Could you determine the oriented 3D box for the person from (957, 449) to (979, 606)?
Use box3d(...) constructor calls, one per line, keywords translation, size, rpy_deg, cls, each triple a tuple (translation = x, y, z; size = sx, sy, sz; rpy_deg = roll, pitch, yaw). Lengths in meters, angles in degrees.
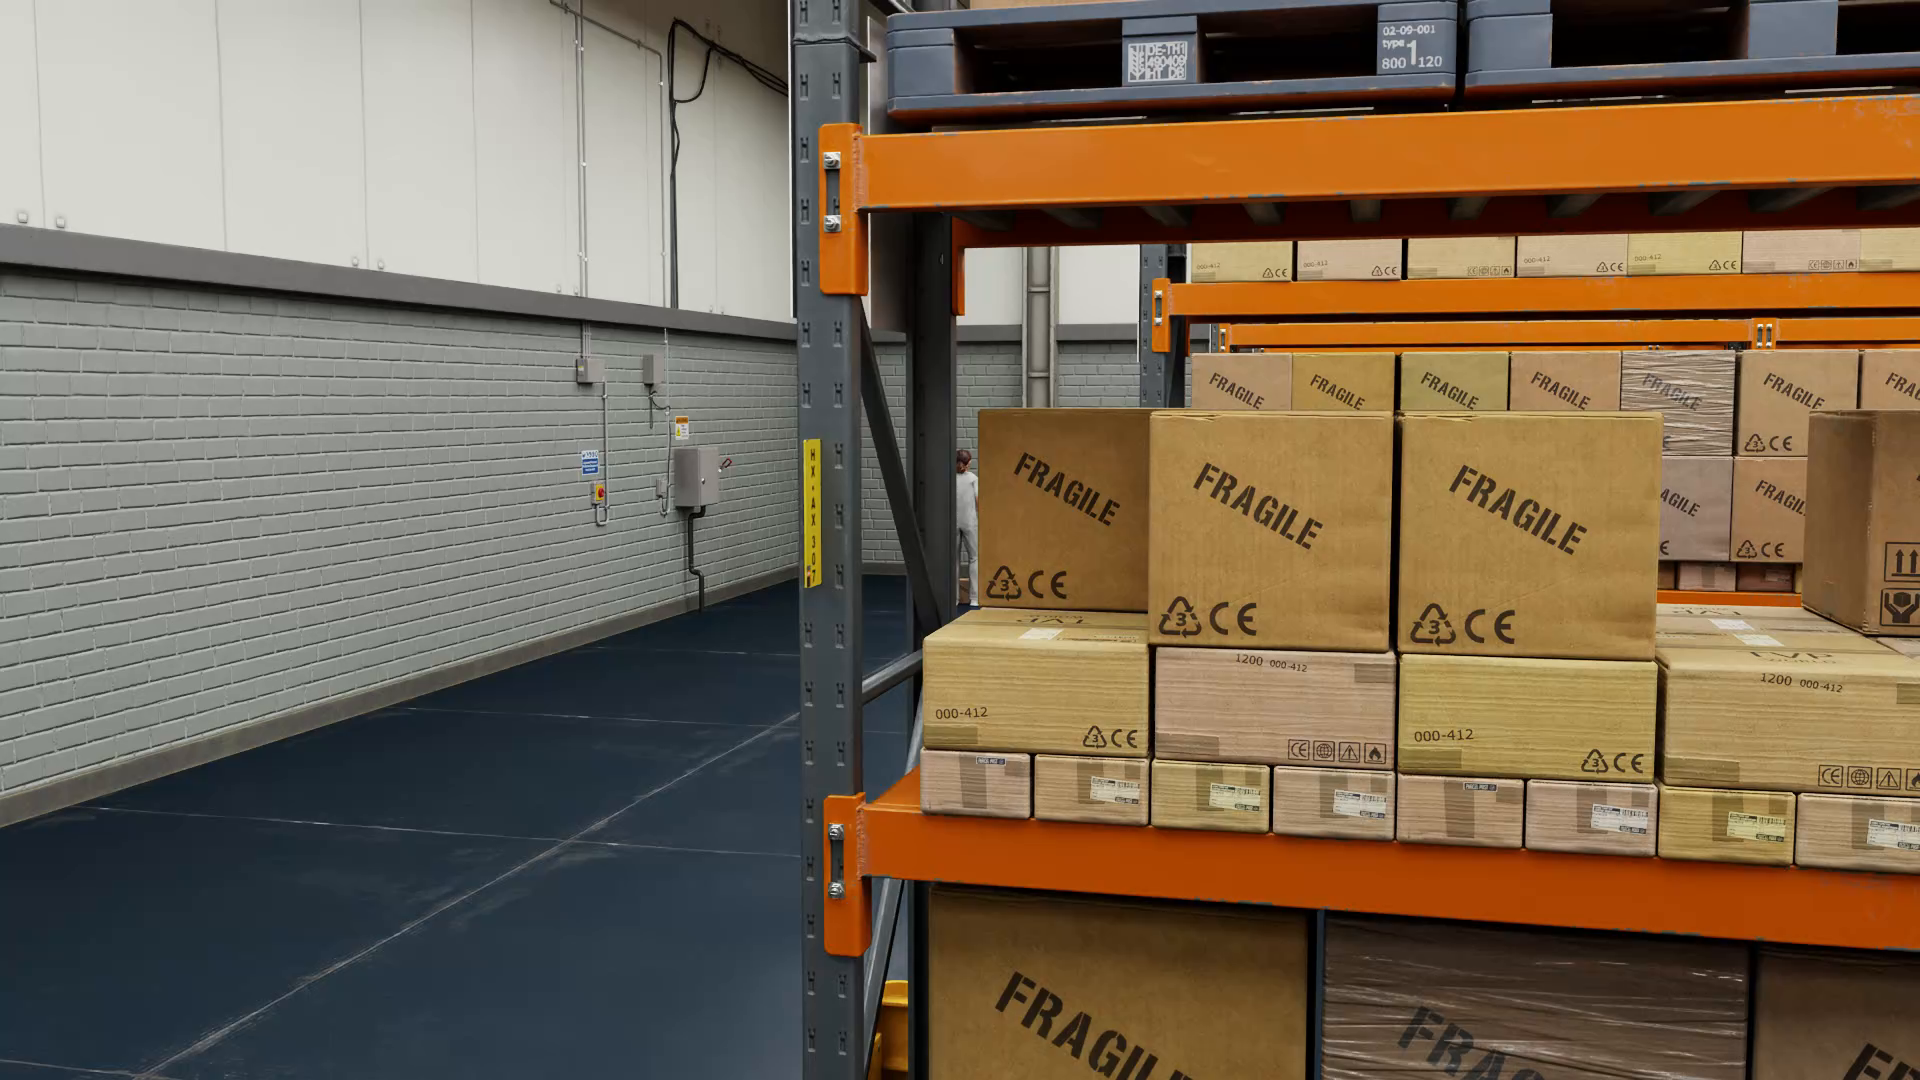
box3d(translation=(0.035, -0.137, 17.824), size=(0.486, 1.673, 0.357), rpy_deg=(1, 5, 14), cls="person")
